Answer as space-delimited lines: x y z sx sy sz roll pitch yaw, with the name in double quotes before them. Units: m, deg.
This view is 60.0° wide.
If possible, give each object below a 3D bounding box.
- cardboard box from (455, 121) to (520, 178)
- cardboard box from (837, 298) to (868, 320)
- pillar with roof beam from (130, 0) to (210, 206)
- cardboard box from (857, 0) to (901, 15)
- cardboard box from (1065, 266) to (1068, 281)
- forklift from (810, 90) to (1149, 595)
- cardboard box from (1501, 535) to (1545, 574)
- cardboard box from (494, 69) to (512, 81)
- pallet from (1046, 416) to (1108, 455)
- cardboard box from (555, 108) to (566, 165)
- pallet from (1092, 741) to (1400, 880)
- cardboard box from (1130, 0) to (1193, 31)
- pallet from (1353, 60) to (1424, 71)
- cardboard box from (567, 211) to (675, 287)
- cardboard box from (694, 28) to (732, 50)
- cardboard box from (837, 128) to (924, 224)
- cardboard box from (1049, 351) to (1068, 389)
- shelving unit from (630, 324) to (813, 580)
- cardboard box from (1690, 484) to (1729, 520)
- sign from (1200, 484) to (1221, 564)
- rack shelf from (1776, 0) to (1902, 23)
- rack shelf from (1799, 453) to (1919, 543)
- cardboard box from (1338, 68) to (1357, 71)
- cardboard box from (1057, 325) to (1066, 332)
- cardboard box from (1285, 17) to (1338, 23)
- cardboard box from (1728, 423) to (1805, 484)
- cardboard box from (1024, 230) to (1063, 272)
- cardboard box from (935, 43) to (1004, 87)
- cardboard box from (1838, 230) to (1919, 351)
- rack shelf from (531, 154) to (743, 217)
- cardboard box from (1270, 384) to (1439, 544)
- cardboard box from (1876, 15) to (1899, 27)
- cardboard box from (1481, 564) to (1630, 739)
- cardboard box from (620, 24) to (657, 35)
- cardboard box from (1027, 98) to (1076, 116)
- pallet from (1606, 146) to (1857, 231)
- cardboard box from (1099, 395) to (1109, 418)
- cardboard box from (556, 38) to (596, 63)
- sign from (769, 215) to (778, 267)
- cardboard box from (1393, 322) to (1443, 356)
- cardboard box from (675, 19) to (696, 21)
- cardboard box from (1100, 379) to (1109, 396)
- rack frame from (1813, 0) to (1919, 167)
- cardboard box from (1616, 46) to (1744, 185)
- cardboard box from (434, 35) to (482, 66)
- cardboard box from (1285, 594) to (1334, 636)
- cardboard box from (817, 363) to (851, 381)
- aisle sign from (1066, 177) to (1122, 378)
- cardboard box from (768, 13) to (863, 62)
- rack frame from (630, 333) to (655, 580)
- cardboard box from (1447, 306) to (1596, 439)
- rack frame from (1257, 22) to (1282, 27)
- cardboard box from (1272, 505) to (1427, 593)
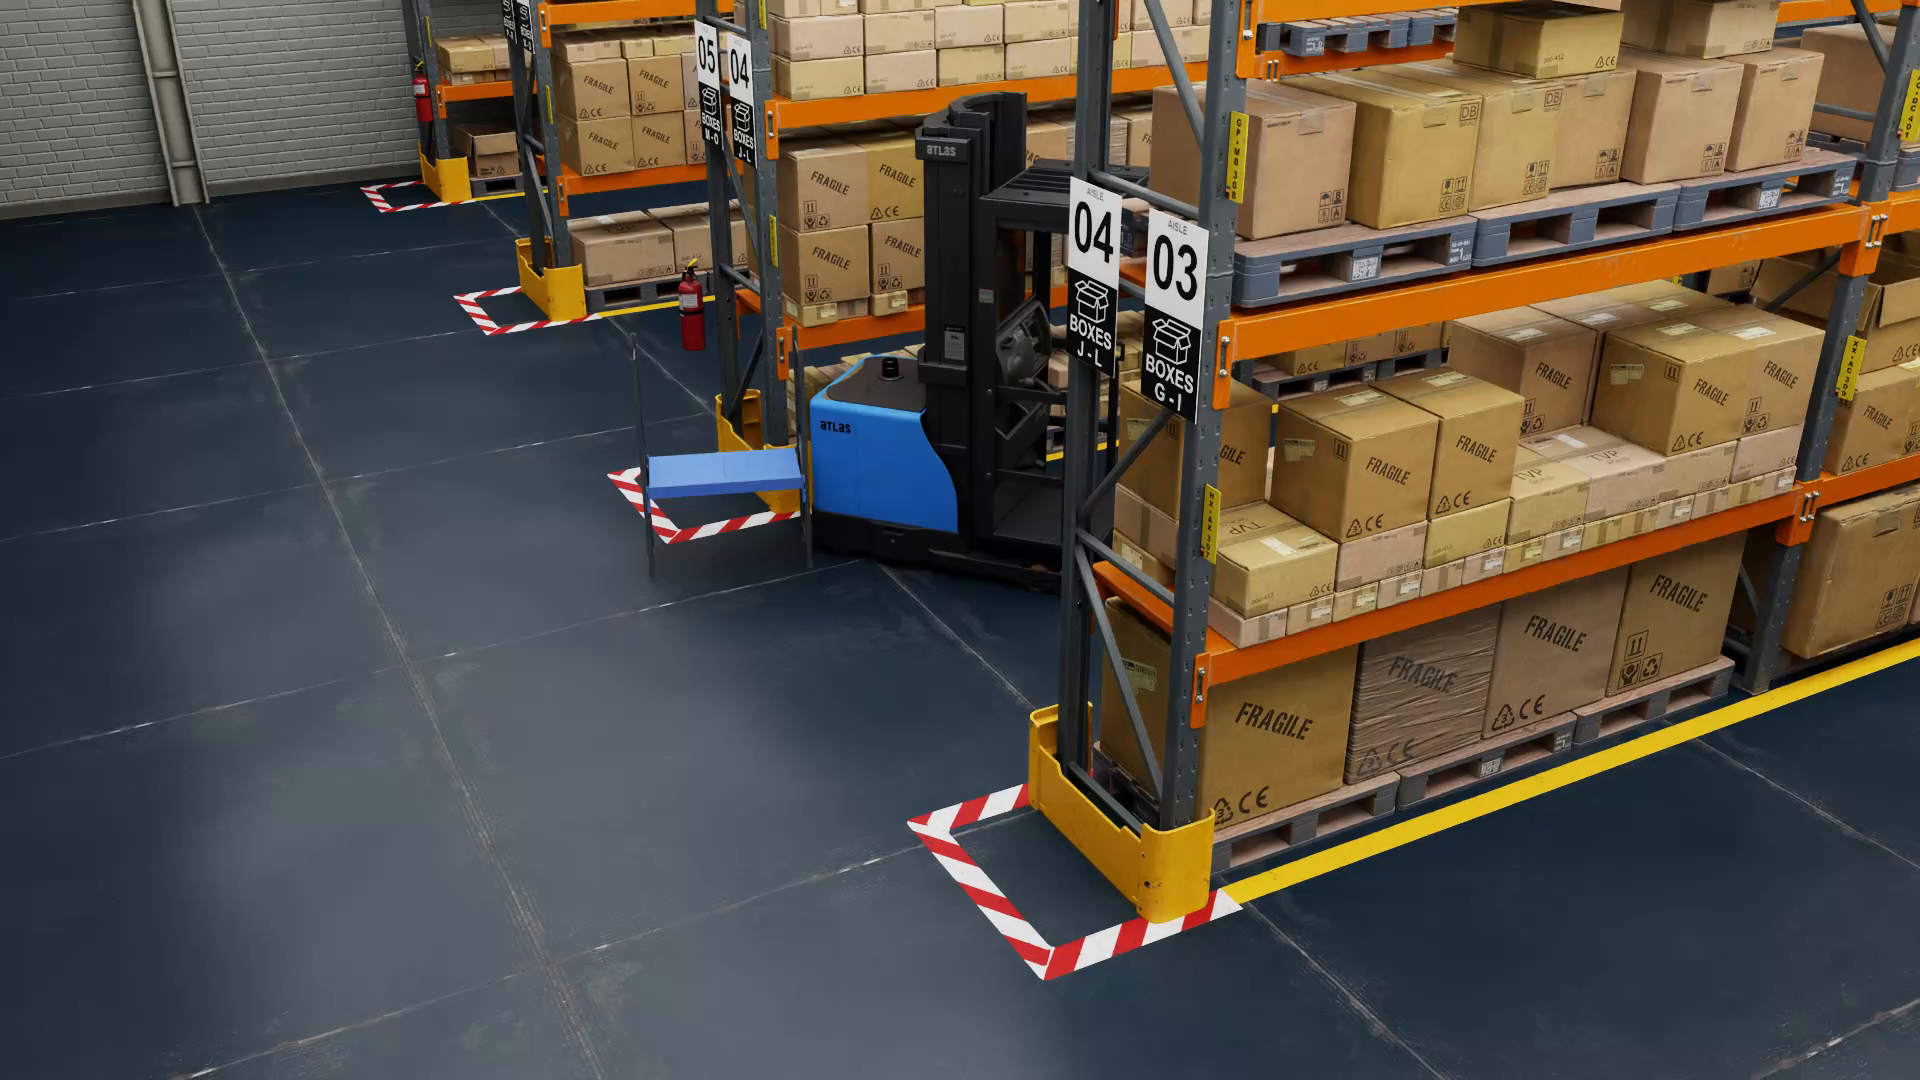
"cardboard box" -5.645 -4.683 19.938 0.637 0.503 0.797 -14 29 -27
"cardboard box" -0.827 -1.661 11.535 0.250 0.149 0.380 -12 28 -23
"pillar with roof beam" -7.007 -6.386 14.155 0.400 9.000 9.100 -13 29 -25
"cardboard box" -0.572 -3.507 10.759 0.250 0.149 0.380 -13 29 -25
"cardboard box" 0.761 -2.053 12.351 0.250 0.149 0.380 -13 29 -26
"forklift" 0.588 -1.225 10.414 3.031 2.935 1.130 9 27 19
"cardboard box" 2.598 0.002 8.071 0.250 0.149 0.380 -14 29 -26
"cardboard box" -5.392 -5.516 19.564 0.250 0.149 0.380 -13 29 -26
"pallet" 0.403 -0.923 12.929 1.213 0.211 1.003 -13 29 -25
"cardboard box" -3.590 -3.880 15.751 0.500 0.500 0.500 -13 28 -25
"pallet" 1.441 1.213 8.480 1.213 0.211 1.003 -13 29 -25
"cardboard box" 1.305 -3.798 11.825 0.500 0.250 0.500 -14 29 -27
"pallet" 4.896 -5.598 19.665 1.213 0.211 1.003 -13 29 -25
"cardboard box" -3.355 -2.843 16.181 0.875 0.438 0.875 -14 29 -27
"cardboard box" -2.296 -4.650 15.448 0.250 0.149 0.380 -13 28 -25
"cardboard box" -0.509 -2.491 11.359 0.500 0.500 0.500 -12 28 -24
"cardboard box" 0.749 -1.288 12.588 0.250 0.149 0.380 -14 29 -27
"shelving unit" -1.522 -0.561 10.686 1.048 1.500 0.538 -4 26 -9
"cardboard box" 3.733 -0.261 8.618 0.250 0.149 0.380 -14 29 -26
"sign" 1.028 -0.064 6.826 0.005 0.325 0.100 -13 29 -25
"rack shelf" 7.351 -4.831 15.212 4.000 0.370 1.077 -13 29 -25
"rack shelf" 6.067 -0.749 10.176 4.000 0.370 1.077 -13 29 -25
"cardboard box" 4.323 -5.468 18.978 0.250 0.149 0.380 -13 28 -25
"cardboard box" 0.965 -1.597 13.231 0.250 0.149 0.380 -14 29 -26
"cardboard box" 2.443 -4.203 12.471 0.500 0.500 0.700 -13 29 -25
"cardboard box" 4.036 -0.542 8.744 0.500 0.250 0.500 -14 29 -26
"cardboard box" 0.399 -2.251 12.014 0.500 0.500 0.500 -14 29 -26
"cardboard box" -0.041 -3.260 11.282 0.500 0.250 0.500 -14 29 -27
"cardboard box" 5.473 -1.432 9.492 0.637 0.503 0.797 -13 28 -25
"rack shelf" -2.126 -3.719 16.362 4.000 0.370 1.077 -13 29 -25
"cardboard box" 1.764 -0.352 7.482 0.500 0.500 0.500 -14 29 -26
"cardboard box" 9.458 -4.827 16.416 0.550 0.550 0.875 -13 29 -25
"cardboard box" 2.888 0.390 8.943 0.875 0.875 0.875 -13 29 -25
"cardboard box" -3.026 -4.755 15.668 0.250 0.149 0.380 -12 28 -24
"cardboard box" 0.635 -3.010 12.439 0.500 0.500 0.500 -12 28 -24
"pallet" 3.575 -1.816 8.203 1.213 0.211 1.003 -13 29 -25
"cardboard box" 0.958 -1.064 12.810 0.250 0.149 0.380 -13 29 -25
"cardboard box" -3.447 -4.391 14.910 0.250 0.149 0.380 -12 28 -24
"sign" -1.217 -1.949 10.844 0.005 0.325 0.100 -13 29 -25
"cardboard box" 3.756 -1.913 14.171 0.500 0.500 0.500 -12 28 -24
"cardboard box" -3.264 -6.414 20.974 0.500 0.250 0.500 -13 29 -26
"cardboard box" 0.985 -1.239 12.831 0.250 0.149 0.380 -12 28 -24
"rack frame" 4.302 -3.371 7.873 0.127 3.000 1.000 -13 29 -25
"cardboard box" 3.163 -2.008 7.784 0.500 0.500 0.700 -11 28 -22
"cardboard box" -5.949 -5.793 19.679 0.500 0.250 0.500 -12 28 -24
"cardboard box" 1.467 0.263 7.527 0.250 0.149 0.380 -13 29 -26
"cardboard box" -0.876 -1.172 12.347 0.250 0.149 0.380 -12 28 -24
"aisle sign" 0.568 -1.123 7.120 0.004 0.787 0.394 -13 29 -25
"cardboard box" -0.954 -3.268 10.722 0.500 0.250 0.500 -13 28 -24
"rack frame" -2.023 -0.523 10.607 0.032 1.500 0.500 -4 26 -9
"cardboard box" 2.864 -0.866 8.550 0.500 0.500 0.500 -14 29 -27
"rack frame" 2.057 -5.285 11.861 0.127 3.000 1.000 -13 29 -25
"cardboard box" 1.779 -0.021 7.658 0.500 0.250 0.500 -13 29 -26
